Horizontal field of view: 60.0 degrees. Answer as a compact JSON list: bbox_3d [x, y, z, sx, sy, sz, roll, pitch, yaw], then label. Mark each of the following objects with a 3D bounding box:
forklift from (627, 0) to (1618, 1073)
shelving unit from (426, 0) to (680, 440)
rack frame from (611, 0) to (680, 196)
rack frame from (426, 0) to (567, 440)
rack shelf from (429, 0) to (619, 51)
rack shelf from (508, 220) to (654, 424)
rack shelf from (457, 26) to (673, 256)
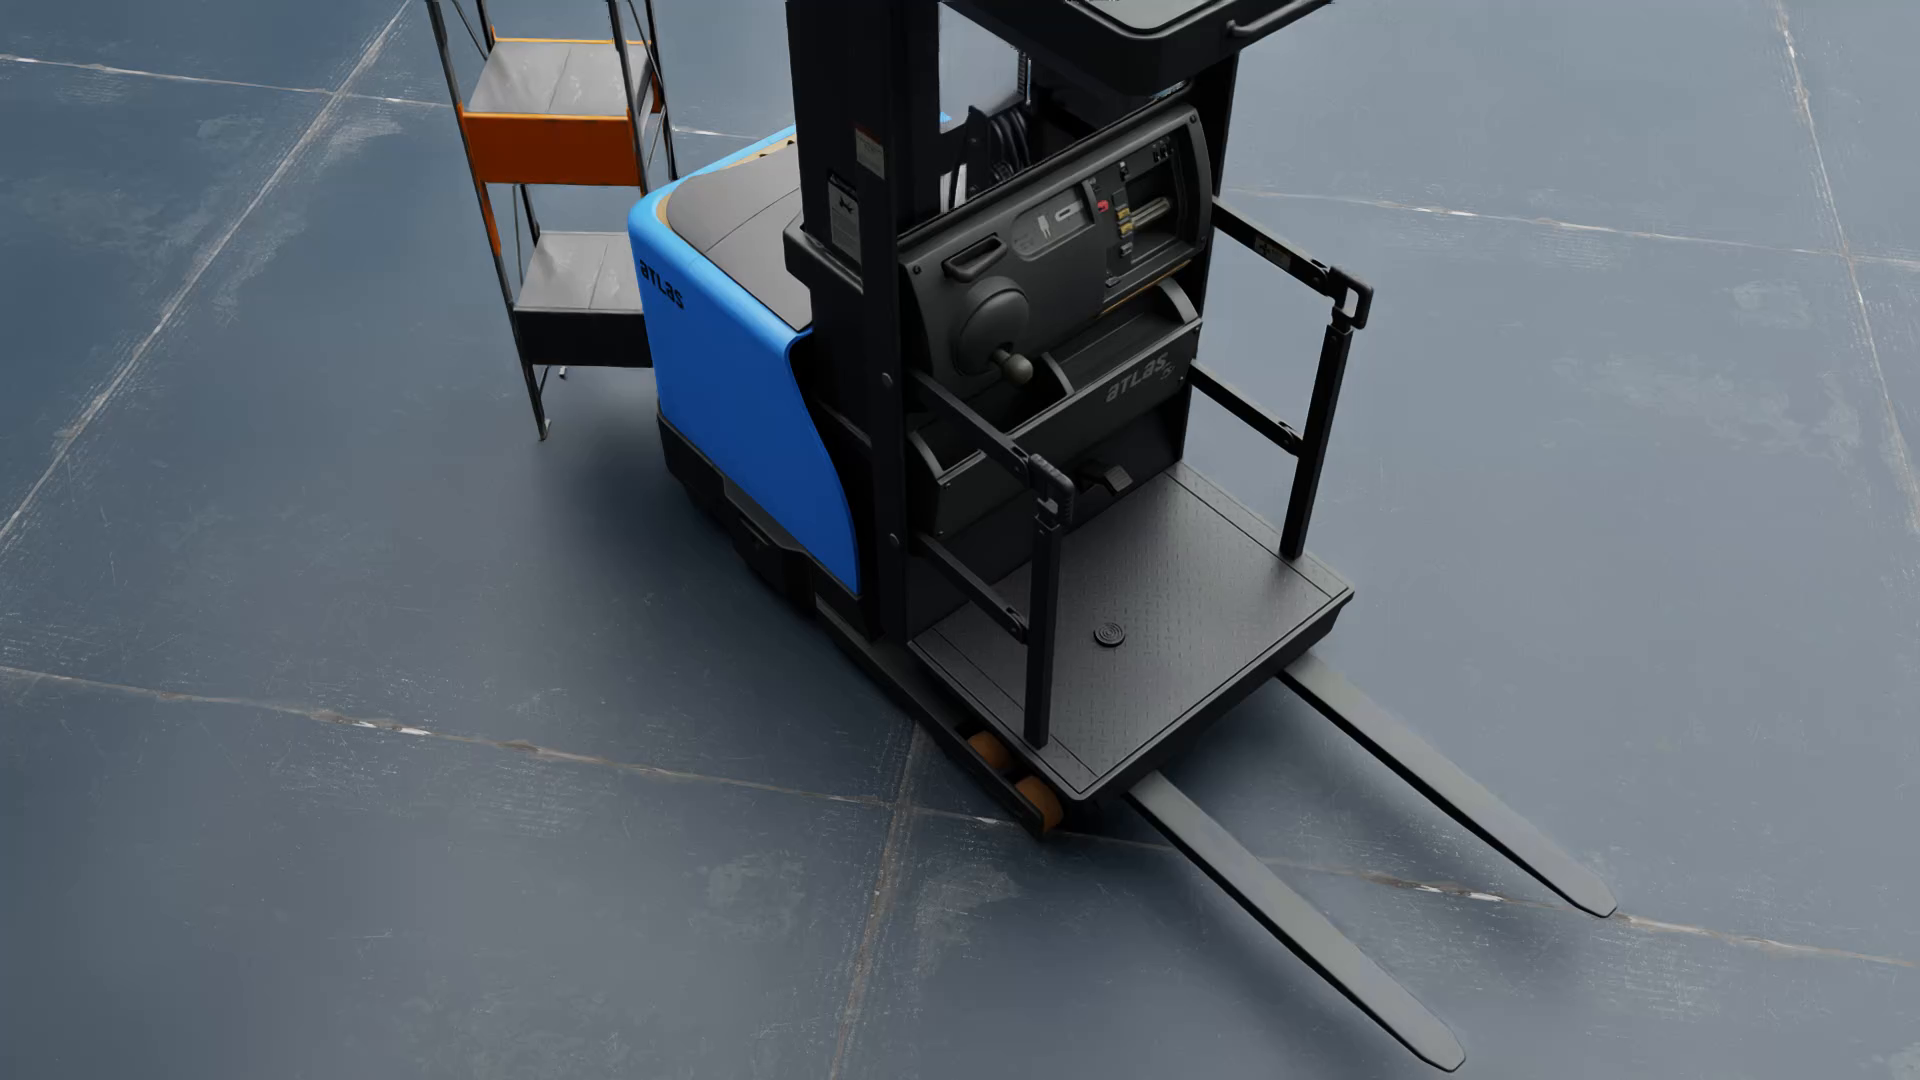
[{"bbox_3d":[0.393,-0.610,3.828,1.130,2.935,3.031,-33,56,-26],"label":"forklift"},{"bbox_3d":[-1.140,-1.178,4.897,0.503,2.100,0.431,2,48,2],"label":"shelving unit"},{"bbox_3d":[-0.896,-1.170,4.890,0.015,2.100,0.400,2,48,2],"label":"rack frame"},{"bbox_3d":[-1.384,-1.185,4.903,0.015,2.100,0.400,2,48,2],"label":"rack frame"},{"bbox_3d":[-1.140,-1.637,4.386,0.480,0.518,0.431,2,48,2],"label":"rack shelf"},{"bbox_3d":[-1.140,-0.701,5.427,0.480,0.518,0.431,2,48,2],"label":"rack shelf"},{"bbox_3d":[-1.140,-1.169,4.907,0.480,0.518,0.431,2,48,2],"label":"rack shelf"}]
